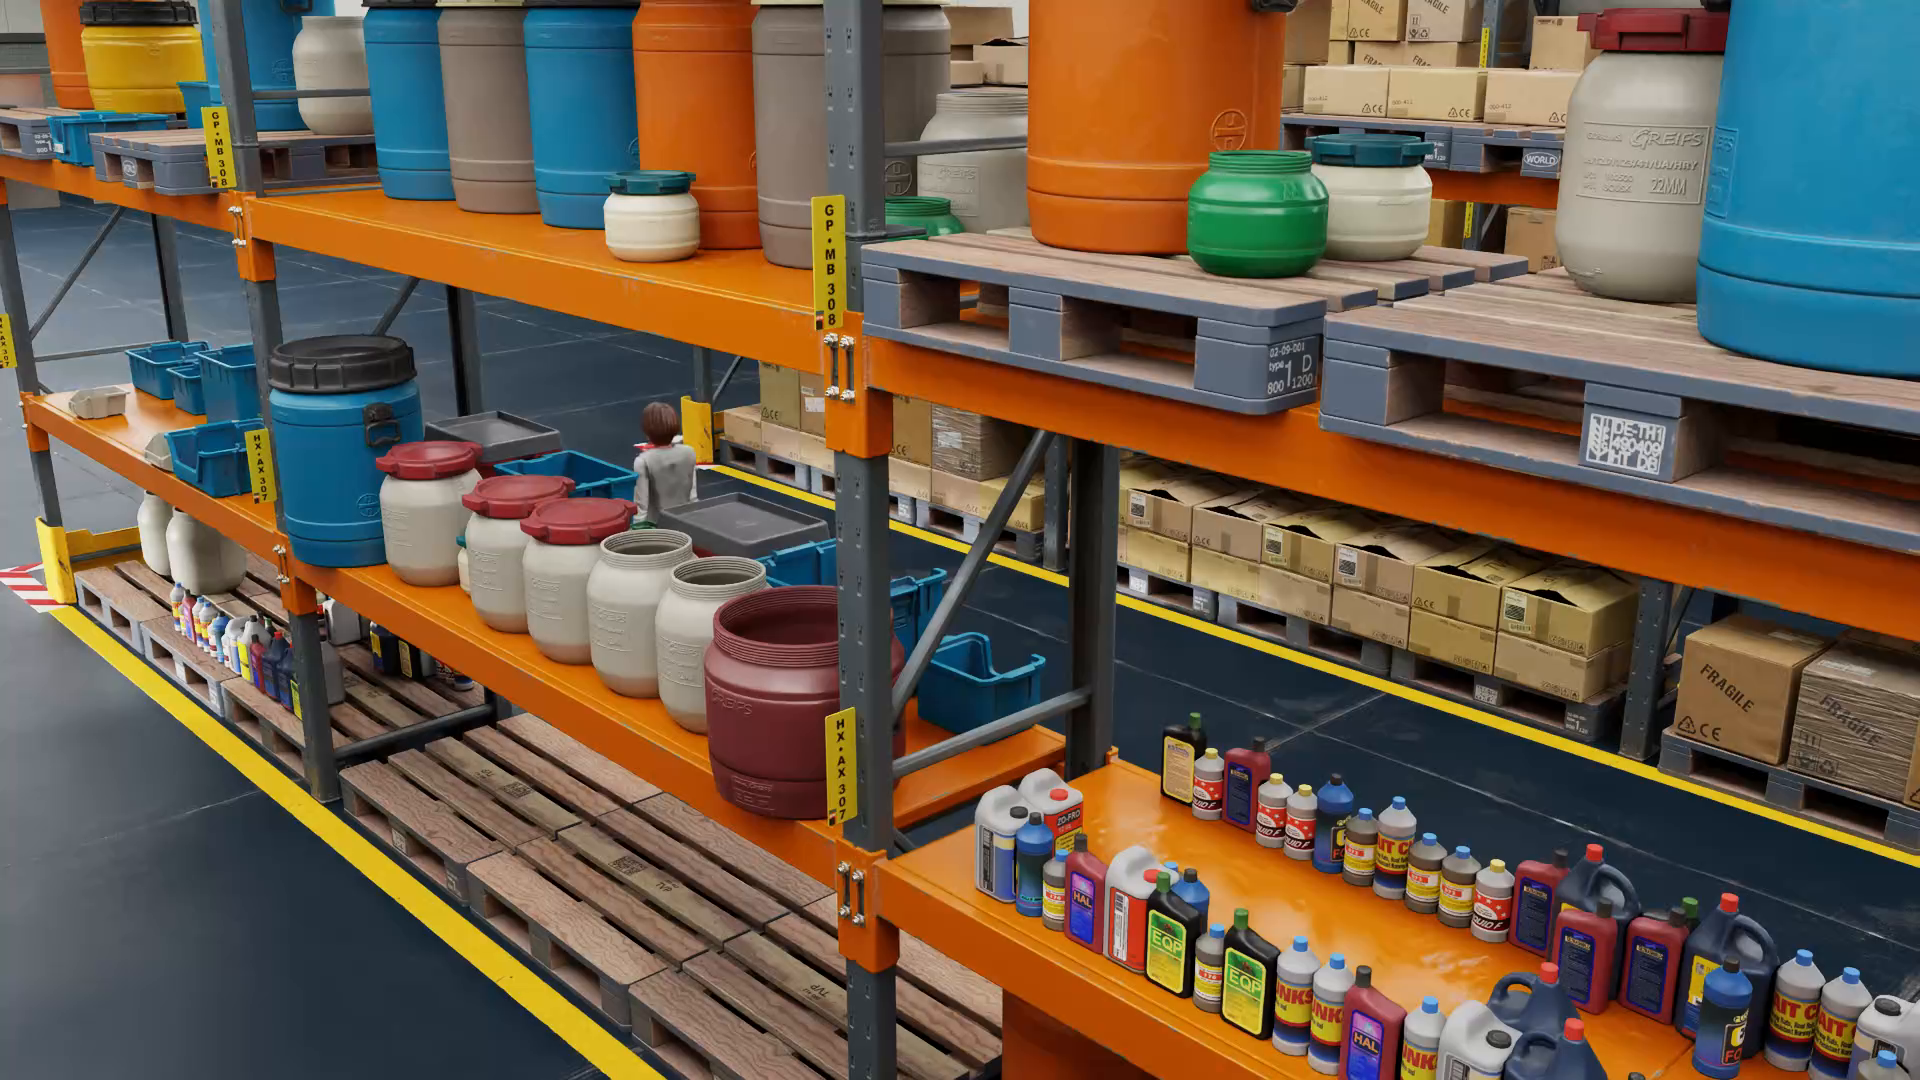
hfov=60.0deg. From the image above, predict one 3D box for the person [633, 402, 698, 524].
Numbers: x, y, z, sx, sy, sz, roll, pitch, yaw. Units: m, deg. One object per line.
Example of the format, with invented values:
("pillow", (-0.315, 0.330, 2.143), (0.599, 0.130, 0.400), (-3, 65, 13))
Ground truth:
("person", (-1.585, 0.042, 8.942), (0.406, 1.596, 0.307), (-15, 23, -40))
